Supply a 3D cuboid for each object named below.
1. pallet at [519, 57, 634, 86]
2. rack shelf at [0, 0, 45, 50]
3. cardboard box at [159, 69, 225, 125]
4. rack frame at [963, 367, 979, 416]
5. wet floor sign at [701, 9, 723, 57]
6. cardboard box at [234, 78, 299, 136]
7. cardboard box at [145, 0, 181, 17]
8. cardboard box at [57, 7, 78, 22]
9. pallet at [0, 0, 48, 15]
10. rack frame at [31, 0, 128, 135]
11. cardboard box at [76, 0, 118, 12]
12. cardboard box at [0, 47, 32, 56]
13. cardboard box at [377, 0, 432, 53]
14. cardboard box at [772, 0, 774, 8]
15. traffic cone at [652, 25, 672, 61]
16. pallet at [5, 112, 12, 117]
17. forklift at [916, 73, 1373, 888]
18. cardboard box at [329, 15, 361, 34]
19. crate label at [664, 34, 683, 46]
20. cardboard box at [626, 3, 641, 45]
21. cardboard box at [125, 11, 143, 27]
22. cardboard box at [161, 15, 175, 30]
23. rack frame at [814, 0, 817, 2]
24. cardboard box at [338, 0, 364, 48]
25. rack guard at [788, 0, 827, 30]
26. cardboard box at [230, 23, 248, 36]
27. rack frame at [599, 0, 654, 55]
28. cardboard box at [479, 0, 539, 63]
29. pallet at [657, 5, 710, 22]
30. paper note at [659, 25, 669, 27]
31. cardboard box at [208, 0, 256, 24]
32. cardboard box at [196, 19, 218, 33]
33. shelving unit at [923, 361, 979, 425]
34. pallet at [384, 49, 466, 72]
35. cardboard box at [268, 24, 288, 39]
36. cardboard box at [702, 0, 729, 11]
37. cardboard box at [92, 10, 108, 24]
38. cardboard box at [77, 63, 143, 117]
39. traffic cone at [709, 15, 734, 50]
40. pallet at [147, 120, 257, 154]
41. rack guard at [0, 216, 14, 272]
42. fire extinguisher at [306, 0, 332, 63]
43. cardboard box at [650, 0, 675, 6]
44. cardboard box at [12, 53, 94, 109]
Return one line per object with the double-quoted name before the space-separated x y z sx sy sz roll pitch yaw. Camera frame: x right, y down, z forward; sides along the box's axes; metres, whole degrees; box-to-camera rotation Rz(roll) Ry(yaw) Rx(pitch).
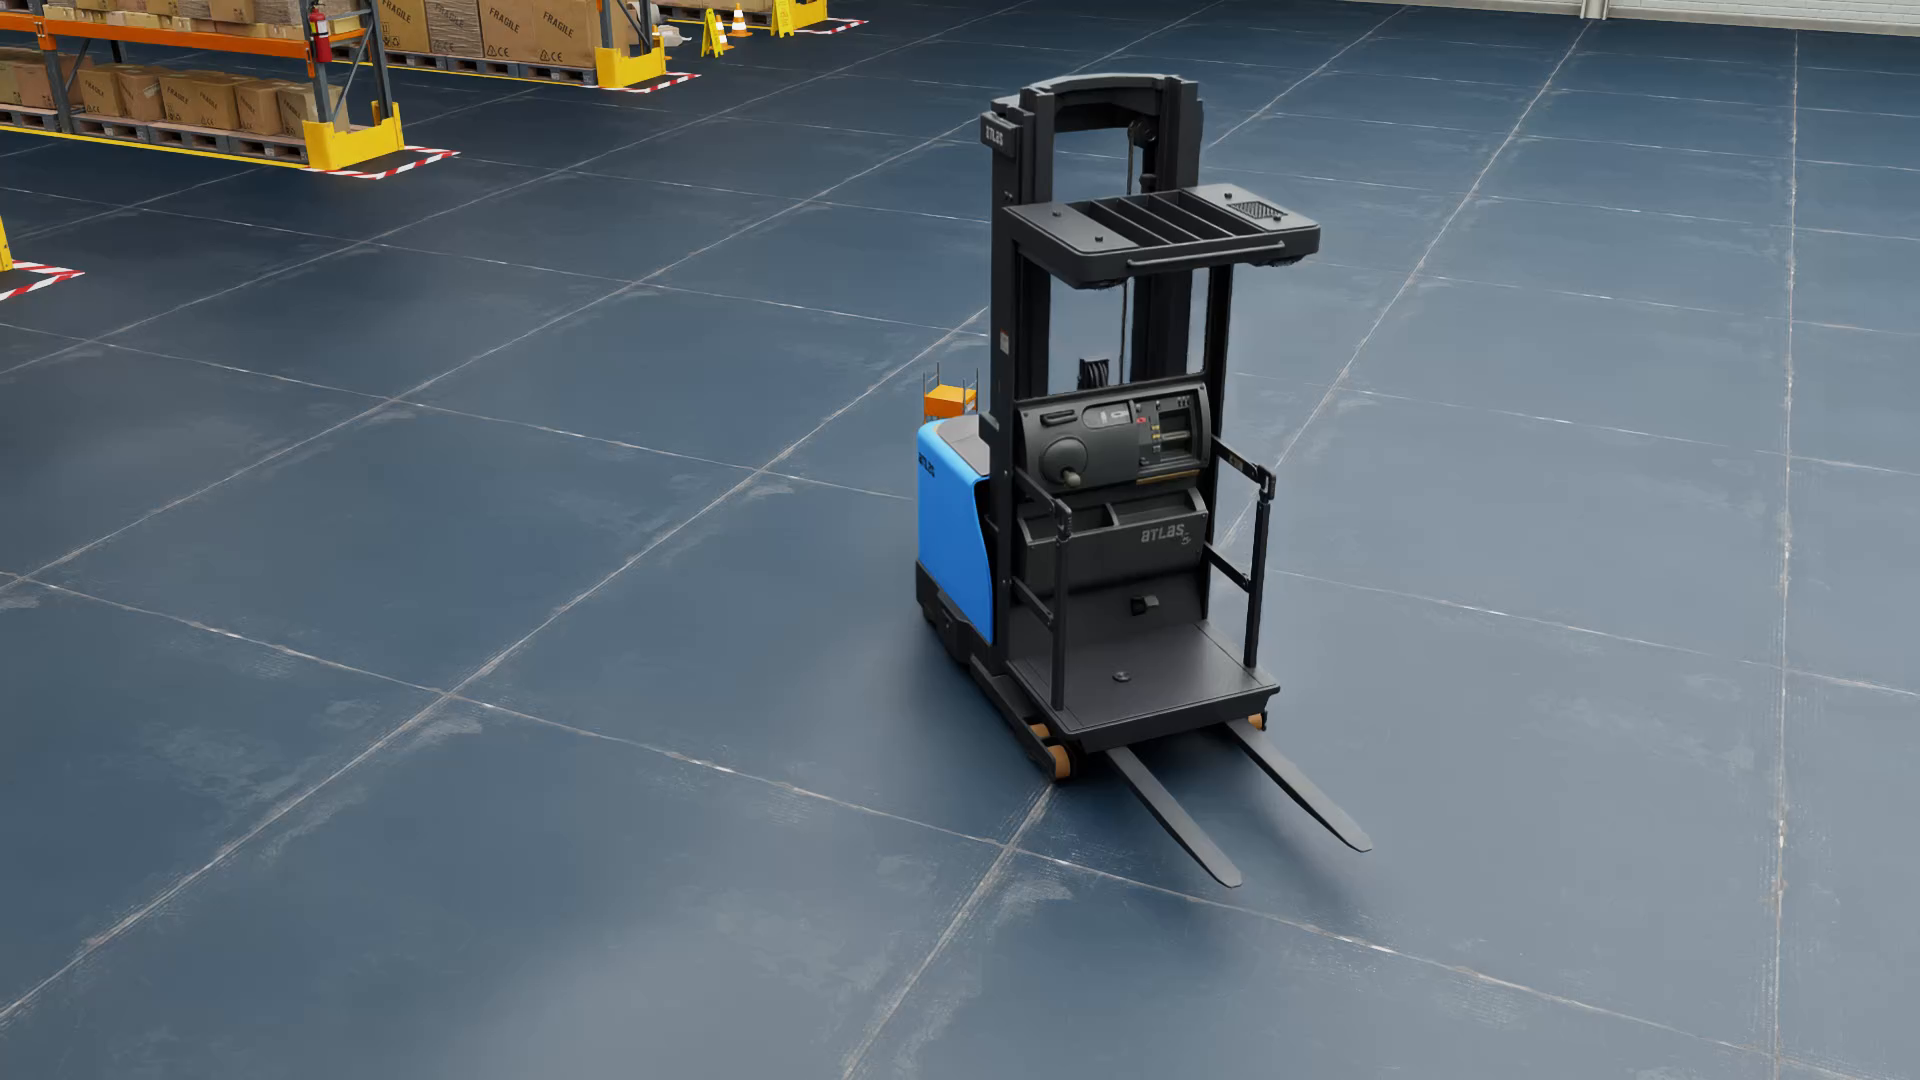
"pallet" -5.164 -6.376 22.461 1.213 0.211 1.003 11 28 22
"rack shelf" -12.011 -6.310 19.986 4.000 0.370 1.077 11 28 22
"cardboard box" -8.720 -5.062 18.989 0.500 0.500 0.500 9 28 17
"rack frame" 0.062 -0.458 9.493 0.008 1.050 0.200 11 28 22
"wet floor sign" -3.558 -7.247 23.738 0.232 0.644 0.267 6 27 13
"cardboard box" -7.669 -4.820 18.498 0.500 0.500 0.500 20 33 35
"cardboard box" -8.431 -6.074 18.242 0.500 0.500 0.875 11 28 22
"cardboard box" -9.897 -5.944 18.711 0.250 0.149 0.380 11 28 22
"pallet" -10.826 -6.380 19.529 1.213 0.211 1.003 11 28 22
"rack frame" -10.190 -6.268 19.084 0.127 3.000 1.000 11 28 22
"cardboard box" -9.365 -6.233 18.564 0.500 0.500 0.875 11 28 22
"cardboard box" -11.676 -5.661 20.185 0.500 0.500 0.700 9 28 17
"cardboard box" -7.501 -7.335 23.183 0.875 0.875 0.875 12 29 23
"cardboard box" -3.067 -8.734 26.732 0.500 0.250 0.500 11 28 21
"traffic cone" -4.299 -7.042 23.529 0.334 0.463 0.336 11 28 22
"pallet" -12.014 -5.381 20.440 1.213 0.211 1.003 11 28 22
"forklift" 0.790 -0.433 7.311 1.130 2.935 3.031 -10 28 -20
"cardboard box" -6.710 -5.571 17.955 0.250 0.149 0.380 11 28 22
"crate label" -4.263 -7.407 24.639 0.298 0.136 0.250 -2 26 -5
"cardboard box" -5.094 -7.704 24.828 0.637 0.503 0.797 -7 27 -14
"cardboard box" -8.971 -5.776 18.370 0.250 0.149 0.380 11 28 22
"cardboard box" -8.502 -5.698 18.212 0.250 0.149 0.380 11 28 22
"rack frame" -2.447 -9.521 25.692 0.127 3.000 1.000 11 28 22
"cardboard box" -8.647 -7.500 23.659 0.750 0.750 1.050 11 28 22
"rack guard" -2.516 -8.413 26.272 0.348 0.500 1.175 11 28 22
"cardboard box" -7.591 -5.515 17.841 0.250 0.149 0.380 11 28 22
"rack frame" -4.404 -7.512 21.612 0.127 3.000 1.000 11 28 22
"cardboard box" -5.850 -7.005 22.511 0.875 0.875 0.875 11 28 21
"pallet" -4.347 -8.670 27.121 1.213 0.211 1.003 11 28 22
"paper note" -4.656 -8.082 26.131 0.148 0.019 0.142 2 26 4
"cardboard box" -7.543 -5.869 17.825 0.500 0.500 0.875 11 28 22
"cardboard box" -8.038 -5.615 18.042 0.250 0.149 0.380 11 28 22
"shelving unit" -0.049 -0.481 9.538 0.252 1.050 0.215 11 28 22
"pallet" -7.385 -6.822 23.367 1.213 0.211 1.003 11 28 22
"cardboard box" -7.121 -5.439 17.685 0.250 0.149 0.380 11 28 22
"cardboard box" -3.762 -8.613 26.486 0.500 0.250 0.500 11 28 22
"cardboard box" -9.426 -5.867 18.555 0.250 0.149 0.380 11 28 22
"cardboard box" -9.843 -5.245 19.362 0.500 0.500 0.500 10 28 20
"traffic cone" -3.522 -7.434 24.326 0.334 0.463 0.336 11 28 22
"pallet" -8.450 -4.685 19.028 1.213 0.211 1.003 11 28 22
"rack guard" -8.688 -2.418 14.096 0.348 0.500 1.175 11 28 22
"fire extinguisher" -6.635 -5.295 17.197 0.183 0.674 0.296 11 28 22
"cardboard box" -4.688 -8.802 26.869 0.500 0.250 0.500 11 28 21
"cardboard box" -10.740 -5.464 19.785 0.500 0.500 0.700 9 28 18
